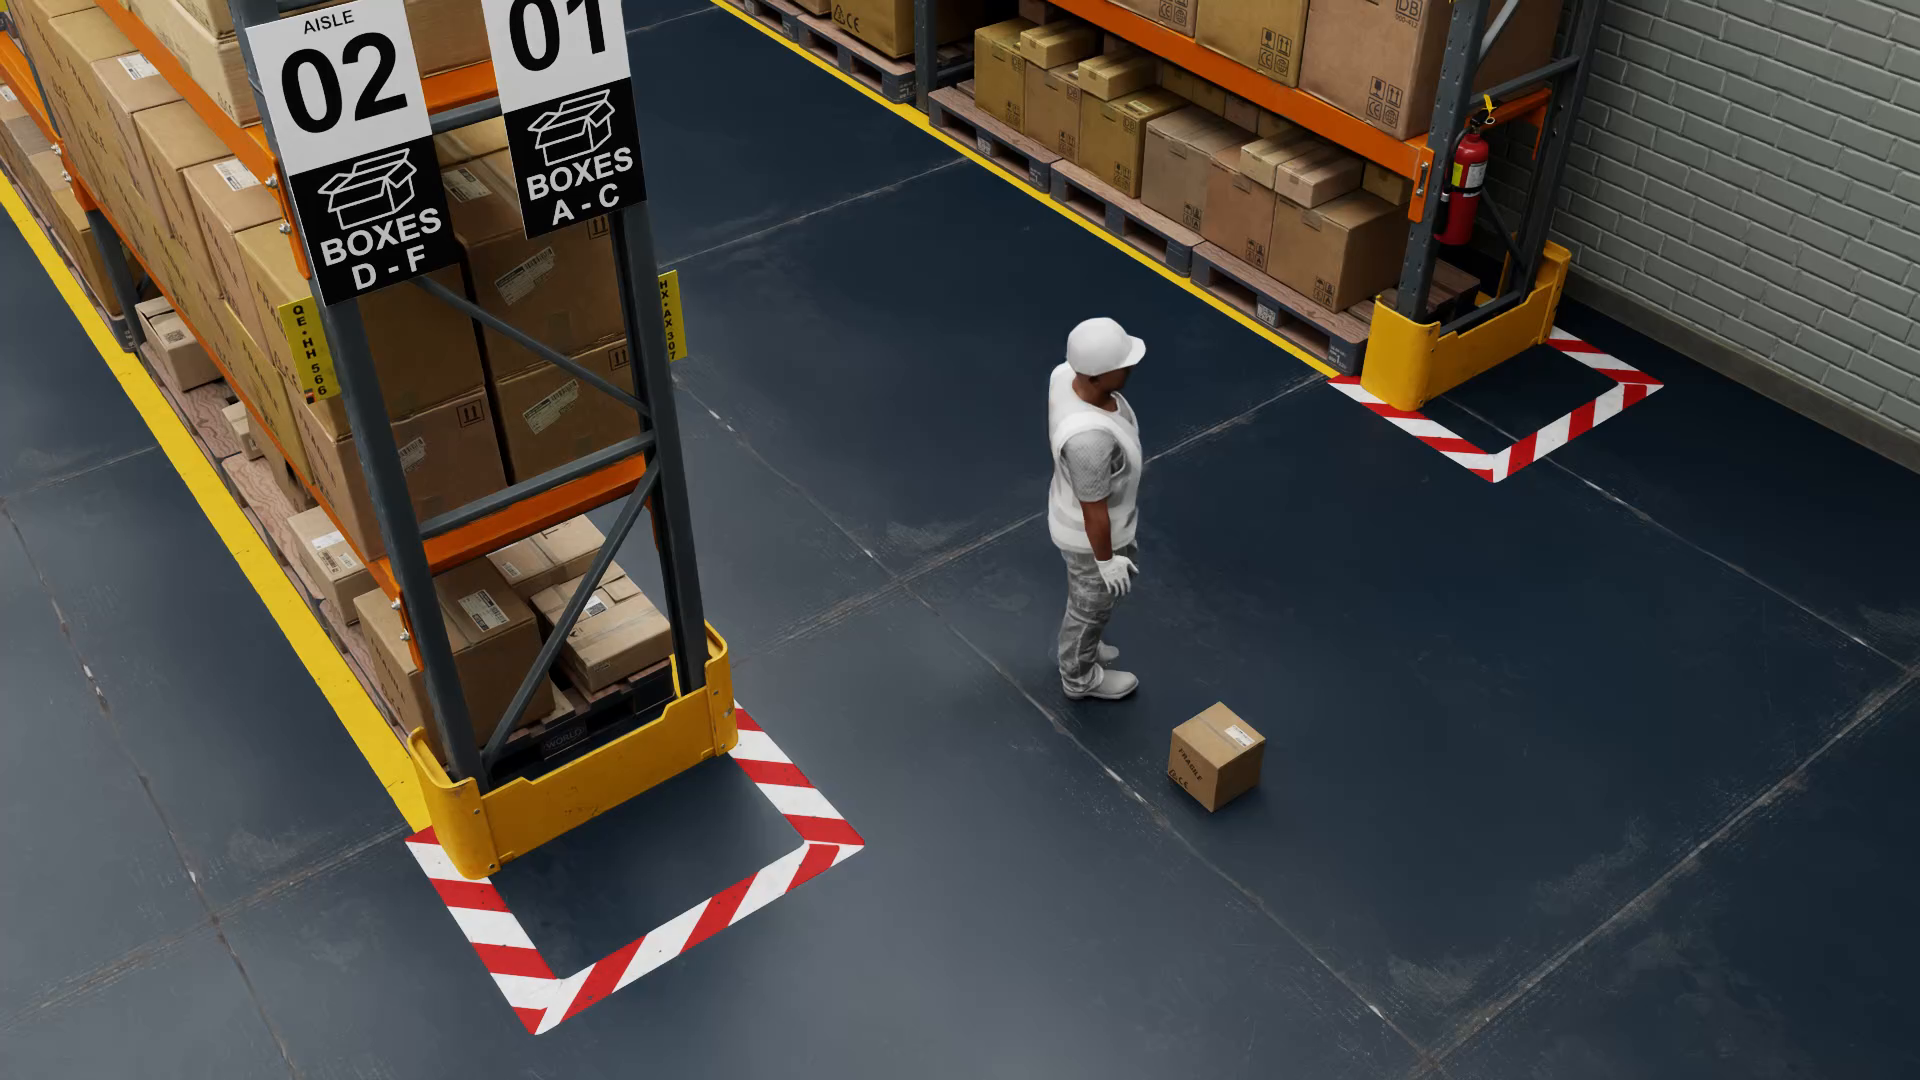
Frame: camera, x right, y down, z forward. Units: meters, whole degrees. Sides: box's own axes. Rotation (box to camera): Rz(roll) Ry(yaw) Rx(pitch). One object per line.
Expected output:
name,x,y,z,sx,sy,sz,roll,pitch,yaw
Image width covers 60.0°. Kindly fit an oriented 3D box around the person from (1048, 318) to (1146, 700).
person,0.521,-0.056,6.225,0.410,1.825,0.577,0,40,1
